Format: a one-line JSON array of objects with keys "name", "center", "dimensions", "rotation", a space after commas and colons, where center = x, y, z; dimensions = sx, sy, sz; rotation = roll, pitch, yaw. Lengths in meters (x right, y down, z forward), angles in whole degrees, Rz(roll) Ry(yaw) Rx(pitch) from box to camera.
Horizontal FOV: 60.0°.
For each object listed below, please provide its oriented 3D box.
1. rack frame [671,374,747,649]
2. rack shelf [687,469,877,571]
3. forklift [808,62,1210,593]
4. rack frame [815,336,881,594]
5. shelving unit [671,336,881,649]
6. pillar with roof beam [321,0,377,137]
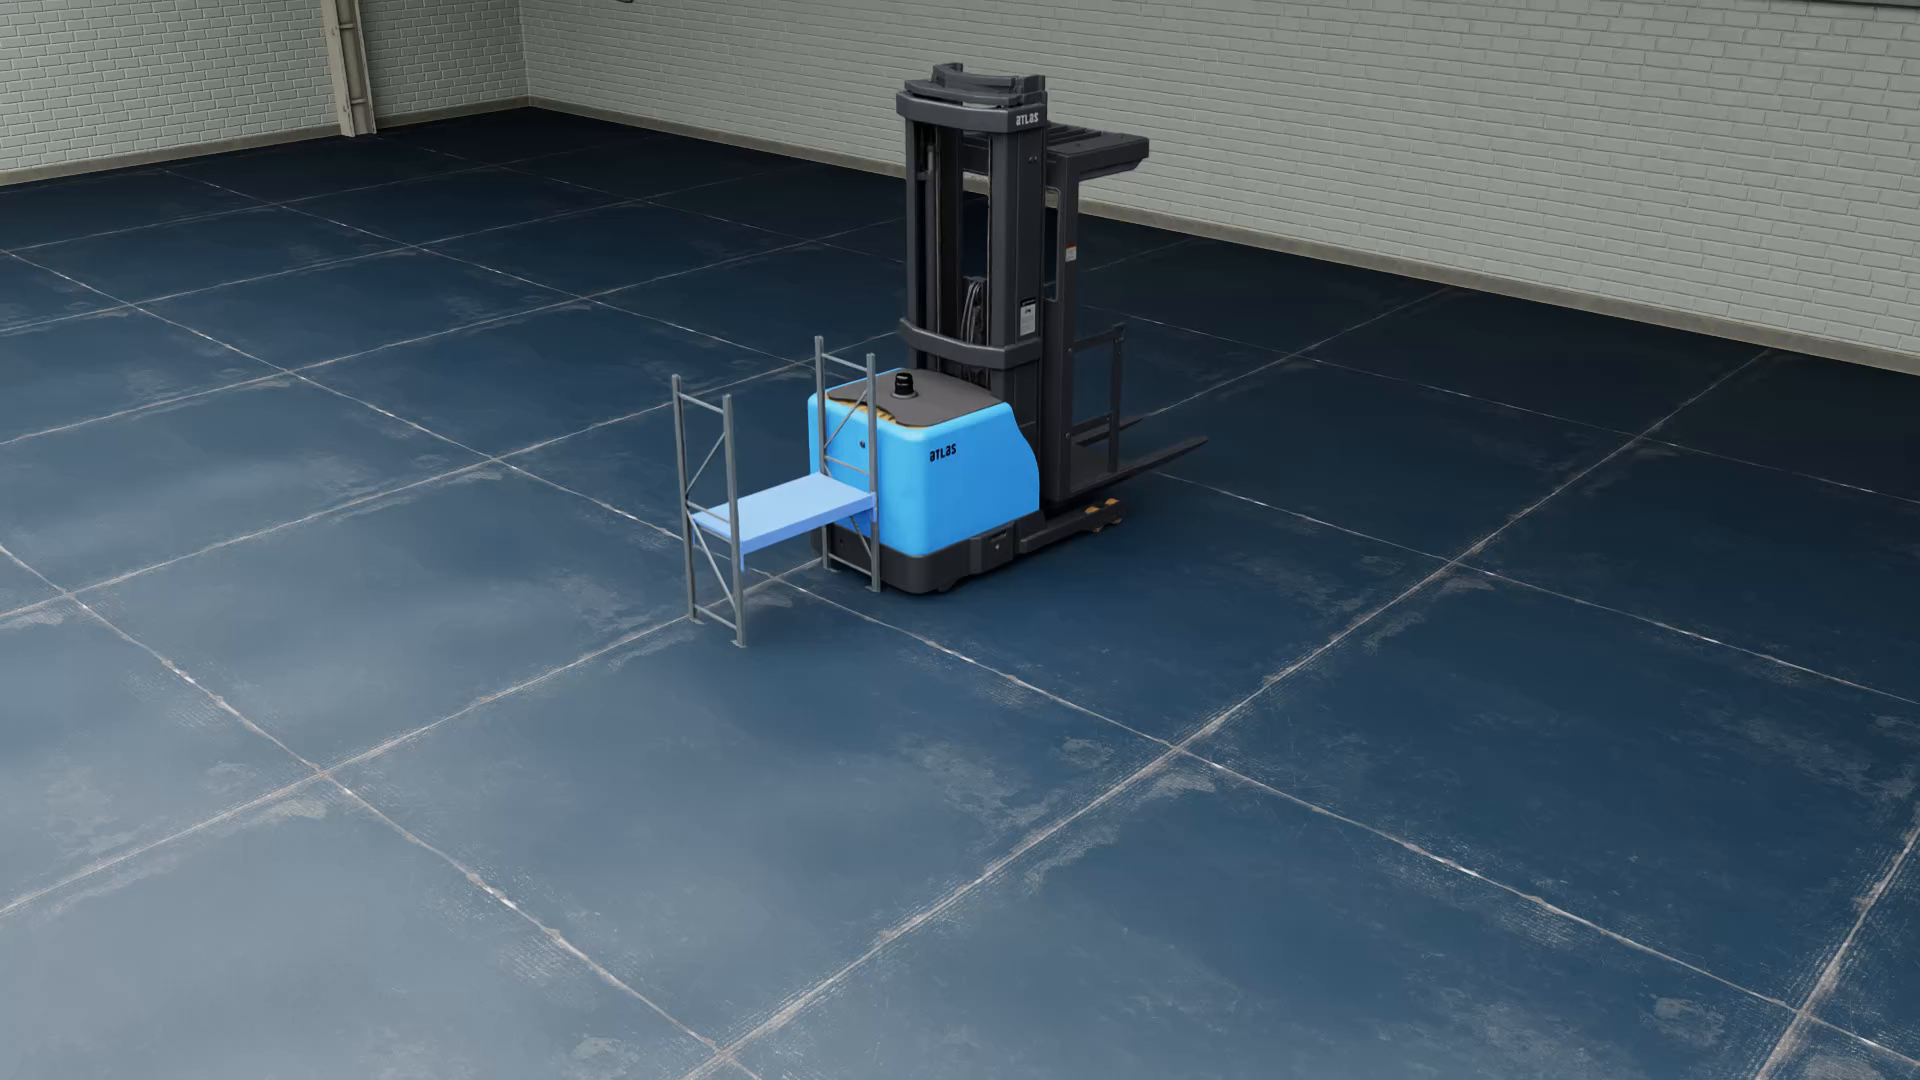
[{"name": "rack frame", "center": [-1.393, -0.147, 9.244], "dimensions": [0.032, 1.500, 0.500], "rotation": [-22, 32, -40]}, {"name": "rack shelf", "center": [-1.029, -0.128, 9.642], "dimensions": [1.000, 0.185, 0.538], "rotation": [-22, 32, -40]}, {"name": "forklift", "center": [0.463, -1.523, 10.563], "dimensions": [3.031, 2.935, 1.130], "rotation": [-22, 32, -40]}, {"name": "rack frame", "center": [-0.666, -0.437, 9.892], "dimensions": [0.032, 1.500, 0.500], "rotation": [-22, 32, -40]}, {"name": "shelving unit", "center": [-1.029, -0.292, 9.568], "dimensions": [1.048, 1.500, 0.538], "rotation": [-22, 32, -40]}, {"name": "pillar with roof beam", "center": [-5.339, -8.708, 19.172], "dimensions": [9.100, 9.000, 0.400], "rotation": [20, 31, 38]}]
